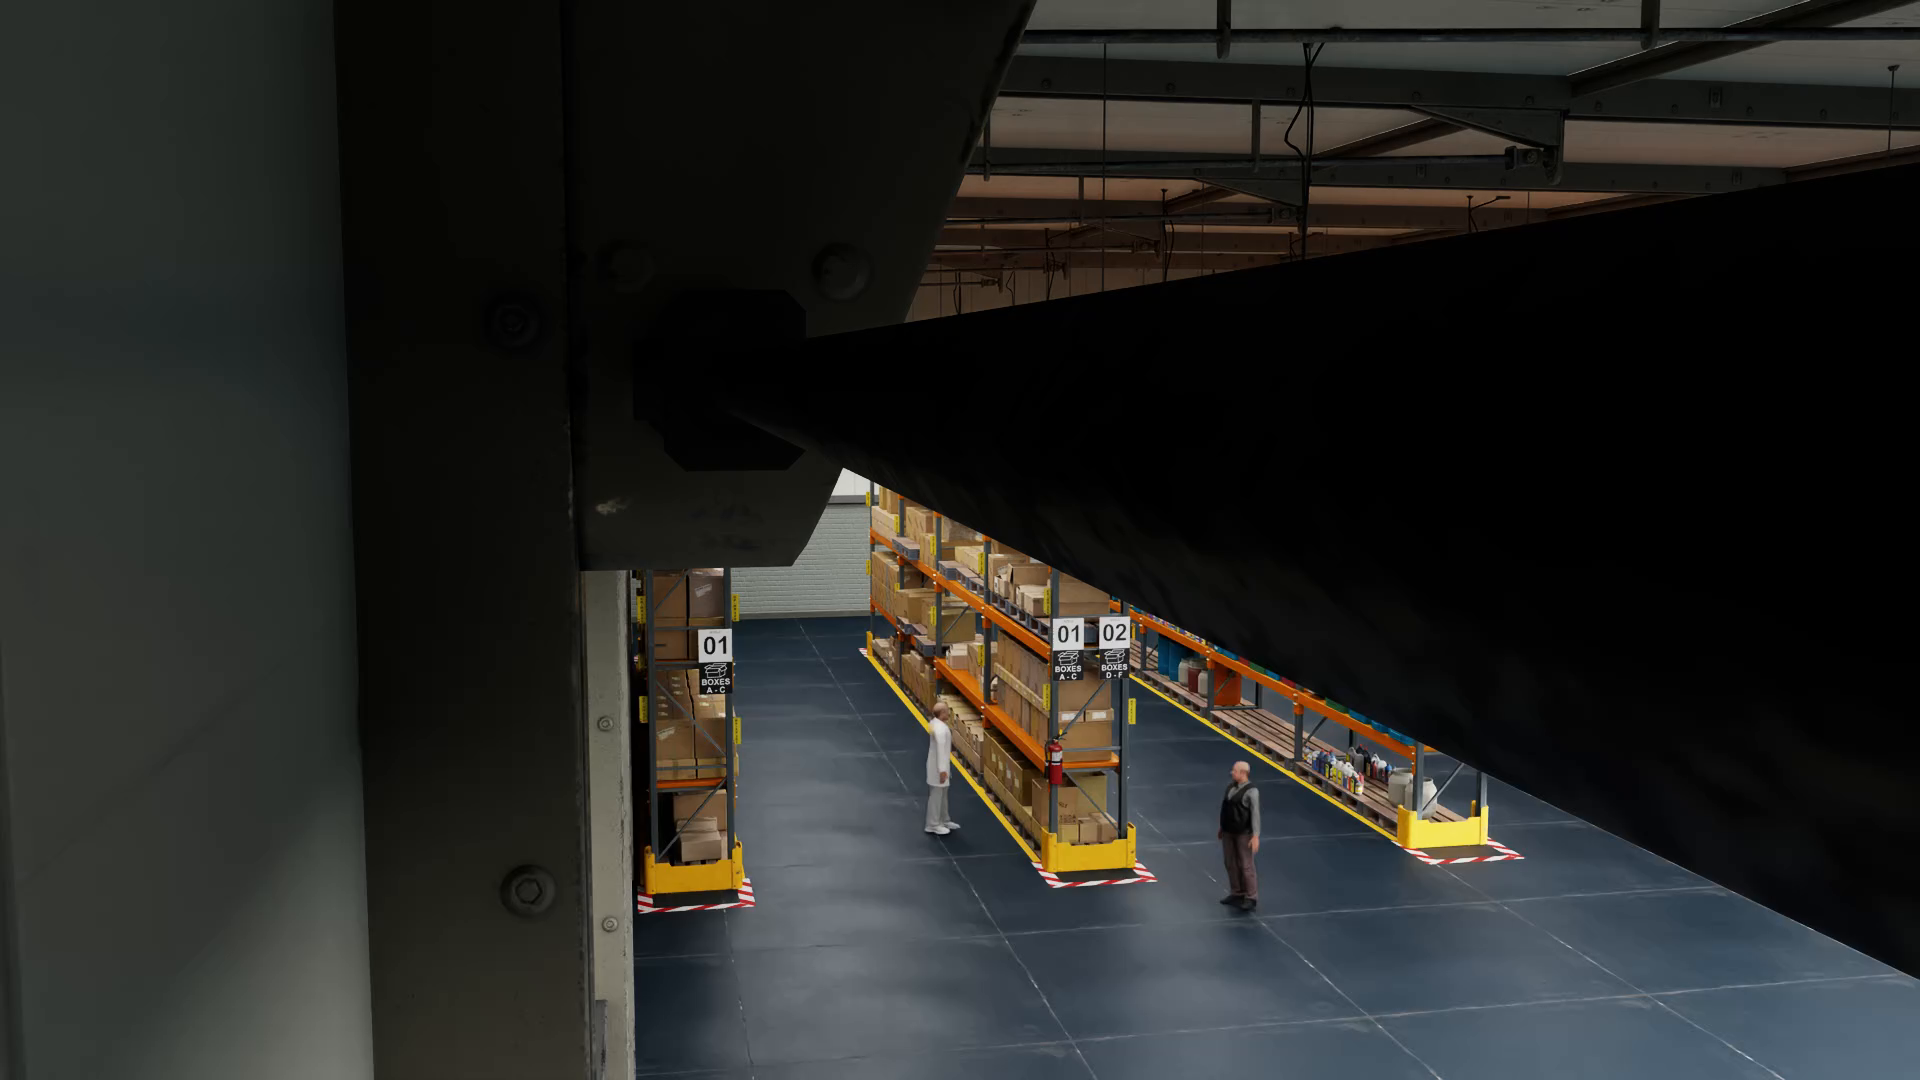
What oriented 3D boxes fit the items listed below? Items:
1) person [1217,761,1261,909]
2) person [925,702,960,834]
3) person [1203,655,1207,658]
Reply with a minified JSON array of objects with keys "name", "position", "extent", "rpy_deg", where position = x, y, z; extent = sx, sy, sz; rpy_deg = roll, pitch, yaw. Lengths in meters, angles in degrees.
[{"name":"person","position":[3.275,3.452,19.469],"extent":[0.394,1.757,0.645],"rpy_deg":[-4,7,-34]},{"name":"person","position":[-0.231,3.109,22.572],"extent":[0.505,1.771,0.631],"rpy_deg":[-1,6,-6]},{"name":"person","position":[5.228,1.859,34.749],"extent":[0.635,1.832,0.498],"rpy_deg":[1,6,10]}]
